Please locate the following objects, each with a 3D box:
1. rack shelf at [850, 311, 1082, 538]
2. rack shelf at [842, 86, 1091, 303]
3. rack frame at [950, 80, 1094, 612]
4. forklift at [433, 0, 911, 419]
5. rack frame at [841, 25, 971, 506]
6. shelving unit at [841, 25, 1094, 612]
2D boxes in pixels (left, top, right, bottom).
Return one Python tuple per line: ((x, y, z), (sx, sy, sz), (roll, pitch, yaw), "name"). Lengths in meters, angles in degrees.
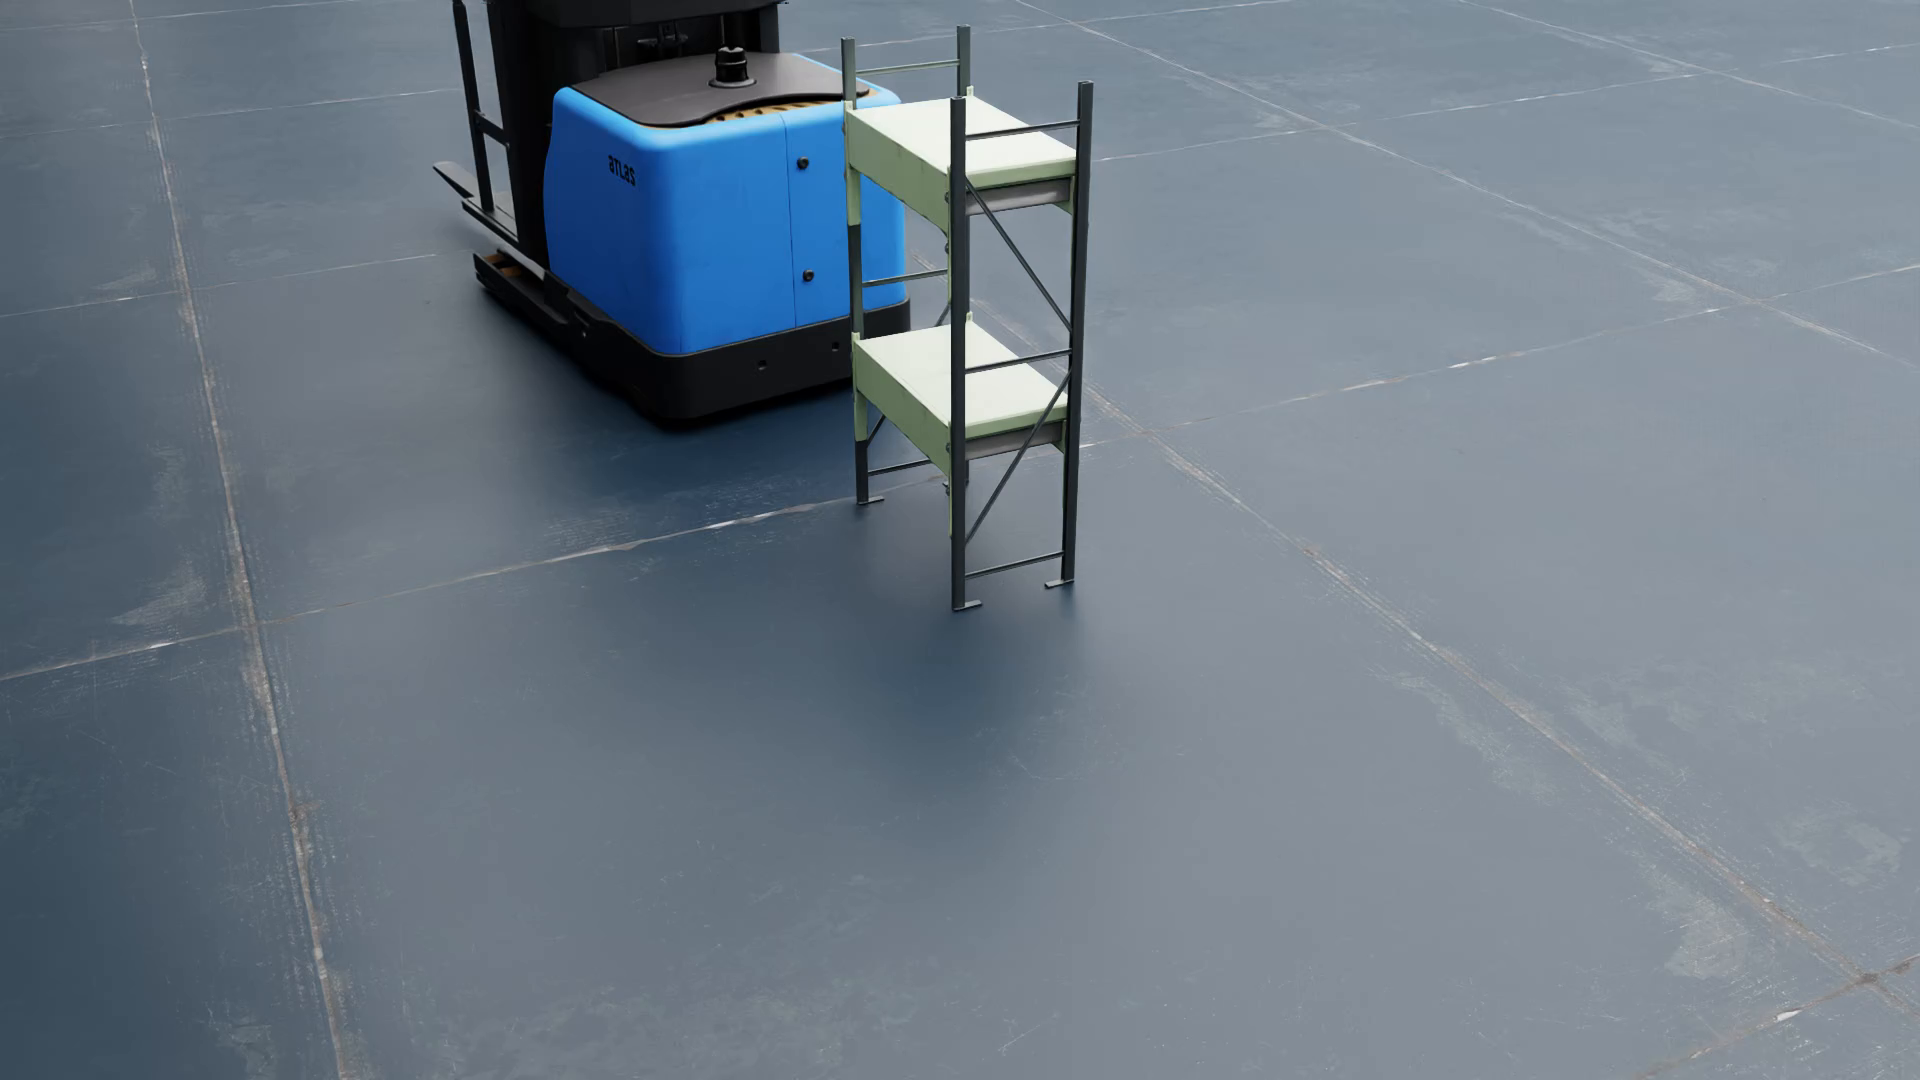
((0.003, -0.367, 5.037), (0.431, 0.370, 0.720), (-13, 32, -22), "rack shelf")
((0.003, -0.992, 4.687), (0.431, 0.370, 0.720), (-13, 32, -22), "rack shelf")
((0.160, -0.490, 4.590), (0.400, 1.500, 0.023), (-13, 32, -22), "rack frame")
((-1.425, -2.379, 6.496), (1.130, 2.935, 3.031), (-18, 34, -29), "forklift")
((-0.154, -0.813, 5.166), (0.400, 1.500, 0.023), (-13, 32, -22), "rack frame")
((0.003, -0.651, 4.878), (0.431, 1.500, 0.755), (-13, 32, -22), "shelving unit")
